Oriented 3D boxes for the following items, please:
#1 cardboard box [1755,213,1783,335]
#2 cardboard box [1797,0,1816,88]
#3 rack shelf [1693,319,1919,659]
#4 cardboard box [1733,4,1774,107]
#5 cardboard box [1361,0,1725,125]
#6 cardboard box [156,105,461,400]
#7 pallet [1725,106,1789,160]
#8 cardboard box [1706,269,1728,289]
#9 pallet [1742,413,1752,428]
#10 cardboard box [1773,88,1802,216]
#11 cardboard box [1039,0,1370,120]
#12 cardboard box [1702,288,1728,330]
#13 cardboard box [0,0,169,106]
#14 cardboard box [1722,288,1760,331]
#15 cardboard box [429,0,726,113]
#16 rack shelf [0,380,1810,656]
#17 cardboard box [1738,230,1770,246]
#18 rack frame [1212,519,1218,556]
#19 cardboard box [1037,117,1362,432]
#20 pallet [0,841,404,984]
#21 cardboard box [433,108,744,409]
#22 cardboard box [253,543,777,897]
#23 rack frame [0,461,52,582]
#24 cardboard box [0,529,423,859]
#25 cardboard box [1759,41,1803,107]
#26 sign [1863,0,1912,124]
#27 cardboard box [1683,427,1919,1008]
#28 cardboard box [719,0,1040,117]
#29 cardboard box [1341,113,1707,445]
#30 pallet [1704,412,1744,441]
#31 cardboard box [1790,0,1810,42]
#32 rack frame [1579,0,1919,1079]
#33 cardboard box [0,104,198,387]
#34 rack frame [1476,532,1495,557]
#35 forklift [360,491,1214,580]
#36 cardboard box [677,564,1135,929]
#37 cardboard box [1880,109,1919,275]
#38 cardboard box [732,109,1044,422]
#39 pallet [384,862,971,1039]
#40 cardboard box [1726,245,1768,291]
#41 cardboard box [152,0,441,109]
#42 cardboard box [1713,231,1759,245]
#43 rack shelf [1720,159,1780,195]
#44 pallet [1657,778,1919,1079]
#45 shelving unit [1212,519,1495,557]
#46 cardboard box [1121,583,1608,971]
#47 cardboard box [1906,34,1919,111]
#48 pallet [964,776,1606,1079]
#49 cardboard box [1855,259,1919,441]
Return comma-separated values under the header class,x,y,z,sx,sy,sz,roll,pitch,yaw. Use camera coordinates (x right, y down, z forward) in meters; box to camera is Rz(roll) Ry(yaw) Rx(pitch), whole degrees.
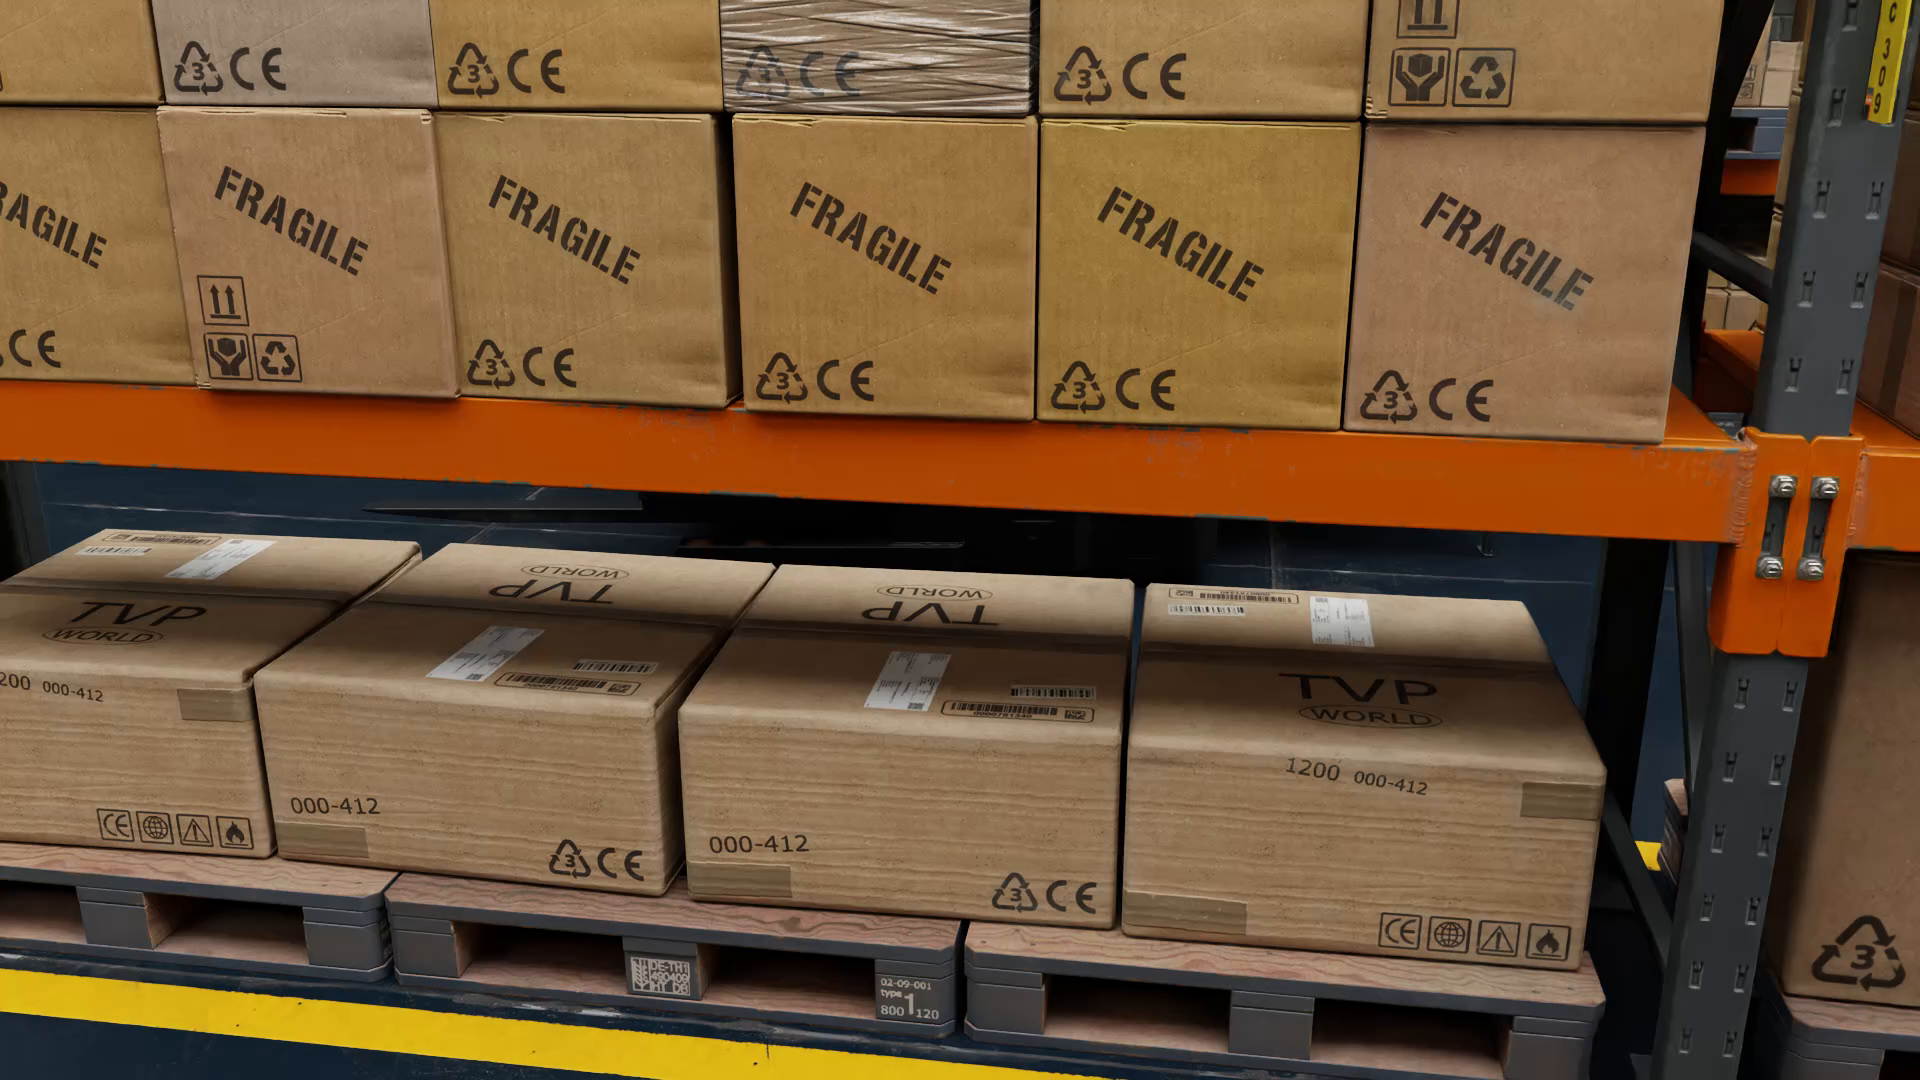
class,x,y,z,sx,sy,sz,roll,pitch,yaw
cardboard box,1.900,-0.473,3.225,0.500,0.250,0.500,2,19,7
cardboard box,1.898,-1.065,3.026,0.500,0.500,0.500,4,19,10
rack shelf,3.391,-0.046,2.846,4.000,0.370,1.077,3,19,9
cardboard box,3.154,-2.169,7.238,0.500,0.500,0.700,3,19,9
cardboard box,0.907,-0.946,2.670,0.500,0.500,0.500,3,19,8
cardboard box,-1.101,-0.574,3.134,0.500,0.500,0.500,3,19,8
pallet,2.972,-1.877,7.489,1.213,0.211,1.003,3,19,9
cardboard box,3.326,-1.254,7.579,0.250,0.149,0.380,3,19,8
pallet,4.218,-0.630,7.855,1.213,0.211,1.003,3,19,9
cardboard box,1.891,-0.707,3.138,0.500,0.250,0.500,3,19,9
cardboard box,0.407,-0.974,2.754,0.500,0.500,0.500,3,19,8
cardboard box,3.170,-0.938,7.656,0.500,0.500,0.500,3,19,8
cardboard box,-1.593,-1.073,3.049,0.500,0.500,0.500,2,19,7
cardboard box,3.662,-0.911,7.577,0.500,0.500,0.500,2,19,7
cardboard box,-0.590,-1.025,2.905,0.500,0.500,0.500,3,19,9
rack shelf,-0.558,-0.247,3.447,4.000,0.370,1.077,3,19,9
cardboard box,3.894,-1.384,7.967,0.250,0.149,0.380,3,19,9
rack frame,0.929,-0.730,6.121,0.032,1.500,0.500,0,18,0
cardboard box,0.409,-0.502,2.919,0.500,0.500,0.500,2,19,7
pallet,-1.731,0.649,4.029,1.213,0.211,1.003,3,19,9
cardboard box,-0.604,-0.554,3.074,0.500,0.500,0.500,4,19,10
cardboard box,-0.960,0.373,3.839,0.875,0.438,0.875,3,19,10
rack frame,-2.533,-0.689,3.634,0.127,3.000,1.000,3,19,9
cardboard box,-1.865,0.329,3.968,0.875,0.438,0.875,2,19,7
cardboard box,3.511,-1.988,7.067,0.258,0.266,0.396,4,19,11
sign,1.330,-0.762,2.363,0.005,0.325,0.100,3,19,9
cardboard box,2.042,0.327,3.285,0.875,0.875,0.875,4,19,10
cardboard box,-0.097,-0.997,2.822,0.500,0.500,0.500,3,19,9
cardboard box,0.918,-0.478,2.847,0.500,0.500,0.500,3,19,9
pallet,3.009,-0.691,8.036,1.213,0.211,1.003,3,19,9
cardboard box,3.929,-2.129,7.120,0.500,0.500,0.700,3,19,8
rack frame,1.417,-0.487,3.032,0.127,3.000,1.000,3,19,9
cardboard box,-1.600,-0.605,3.227,0.500,0.500,0.500,3,19,8
rack frame,1.945,-0.727,6.113,0.032,1.500,0.500,0,18,0
forklift,-0.624,-1.391,5.842,3.031,2.935,1.130,0,19,0
cardboard box,-0.070,0.418,3.701,0.875,0.438,0.875,2,19,7
cardboard box,1.806,-0.543,2.647,0.500,0.250,0.500,2,19,7
cardboard box,-0.089,-0.523,2.981,0.500,0.500,0.500,3,19,8
pallet,-0.530,0.712,3.844,1.213,0.211,1.003,3,19,9
cardboard box,3.567,-1.230,7.506,0.250,0.149,0.380,3,19,9
cardboard box,-1.083,-1.050,2.979,0.500,0.500,0.500,3,19,8
cardboard box,3.632,-1.379,7.953,0.250,0.149,0.380,3,19,10
rack shelf,4.175,-1.601,7.494,4.000,0.370,1.077,3,19,9
pallet,2.191,0.850,3.429,1.213,0.211,1.003,3,19,9
shelving unit,1.437,-0.729,6.117,1.048,1.500,0.538,0,18,0
cardboard box,0.814,0.463,3.567,0.875,0.438,0.875,3,19,8
cardboard box,1.806,-0.897,2.522,0.500,0.500,0.500,3,19,9
pallet,0.678,0.772,3.662,1.213,0.211,1.003,3,19,9
cardboard box,1.809,-0.311,2.743,0.500,0.250,0.500,2,19,7
